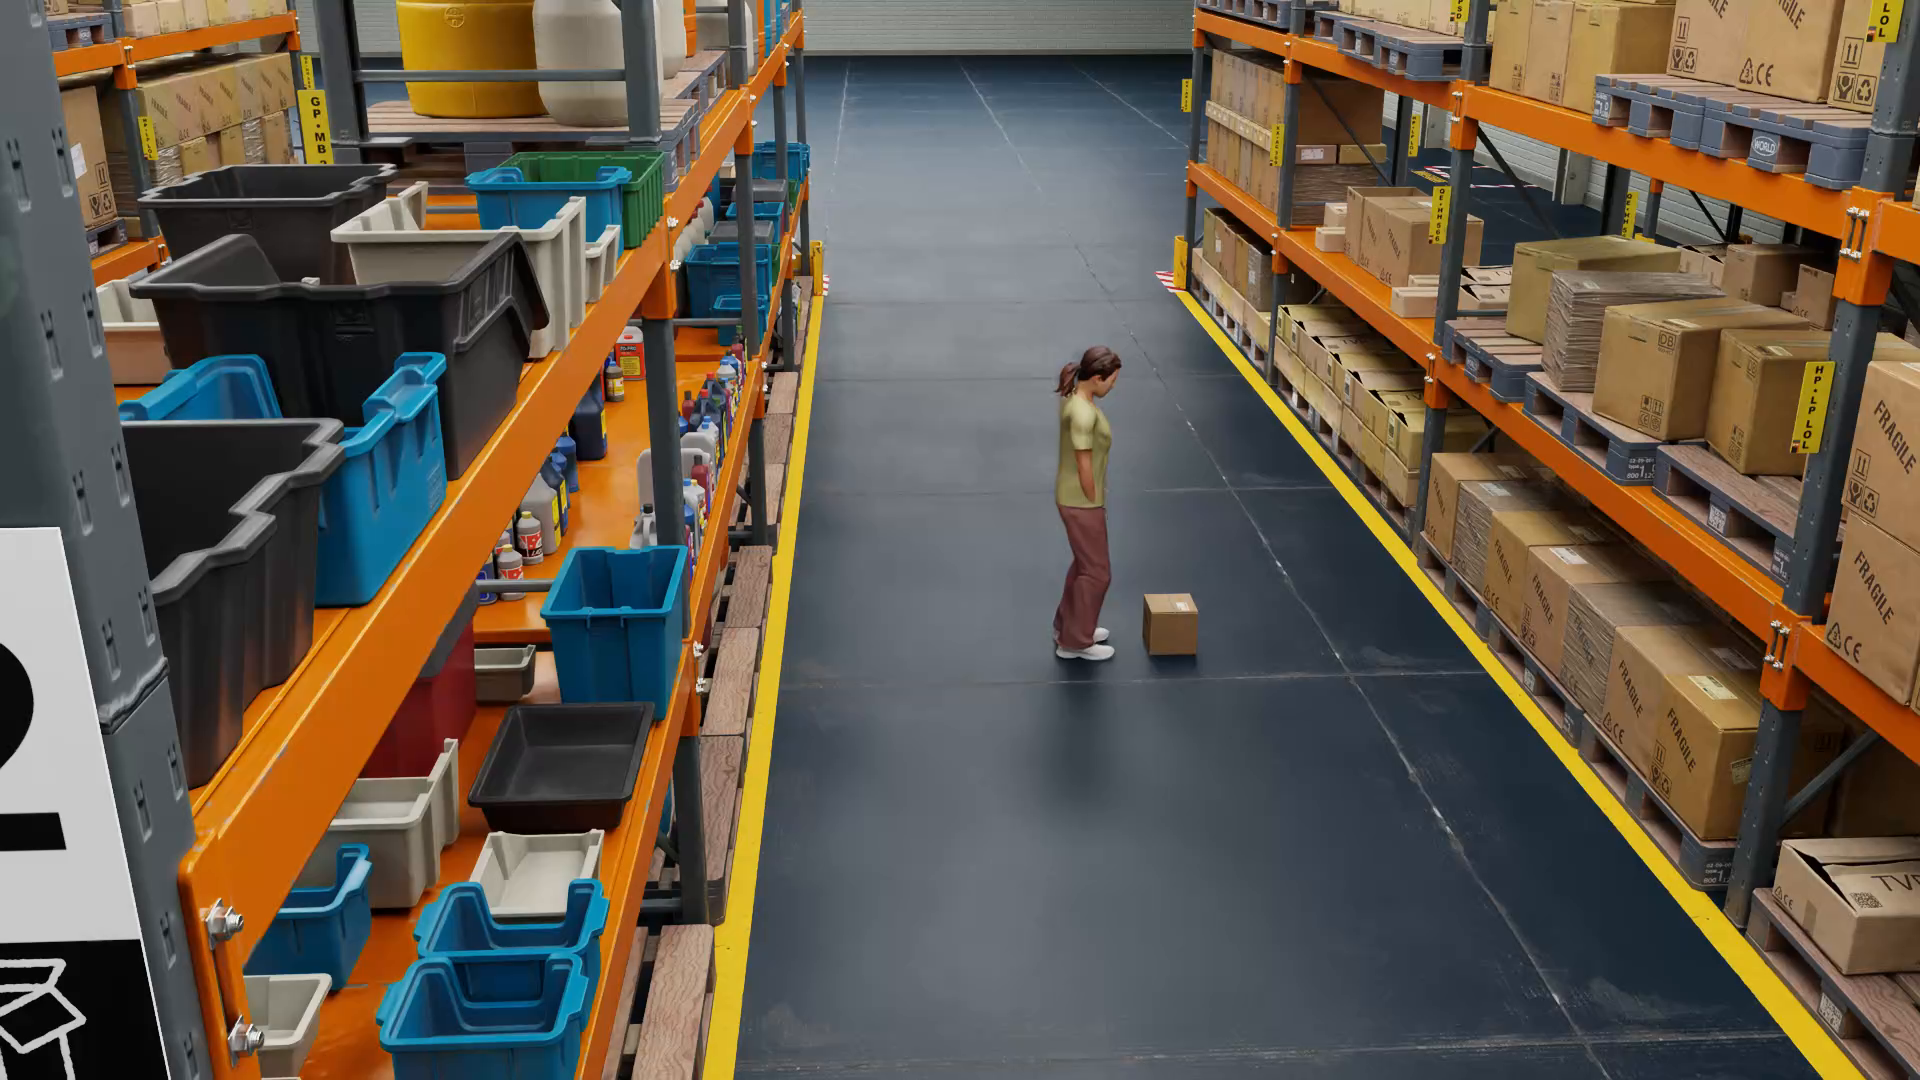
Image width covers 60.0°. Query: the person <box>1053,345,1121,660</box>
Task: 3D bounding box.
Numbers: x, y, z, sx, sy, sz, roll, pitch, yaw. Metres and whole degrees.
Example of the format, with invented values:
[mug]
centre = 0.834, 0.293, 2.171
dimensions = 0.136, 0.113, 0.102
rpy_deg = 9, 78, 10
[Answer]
[person]
centre = 0.644, -0.202, 8.659
dimensions = 0.343, 1.657, 0.458
rpy_deg = -1, 20, -2
